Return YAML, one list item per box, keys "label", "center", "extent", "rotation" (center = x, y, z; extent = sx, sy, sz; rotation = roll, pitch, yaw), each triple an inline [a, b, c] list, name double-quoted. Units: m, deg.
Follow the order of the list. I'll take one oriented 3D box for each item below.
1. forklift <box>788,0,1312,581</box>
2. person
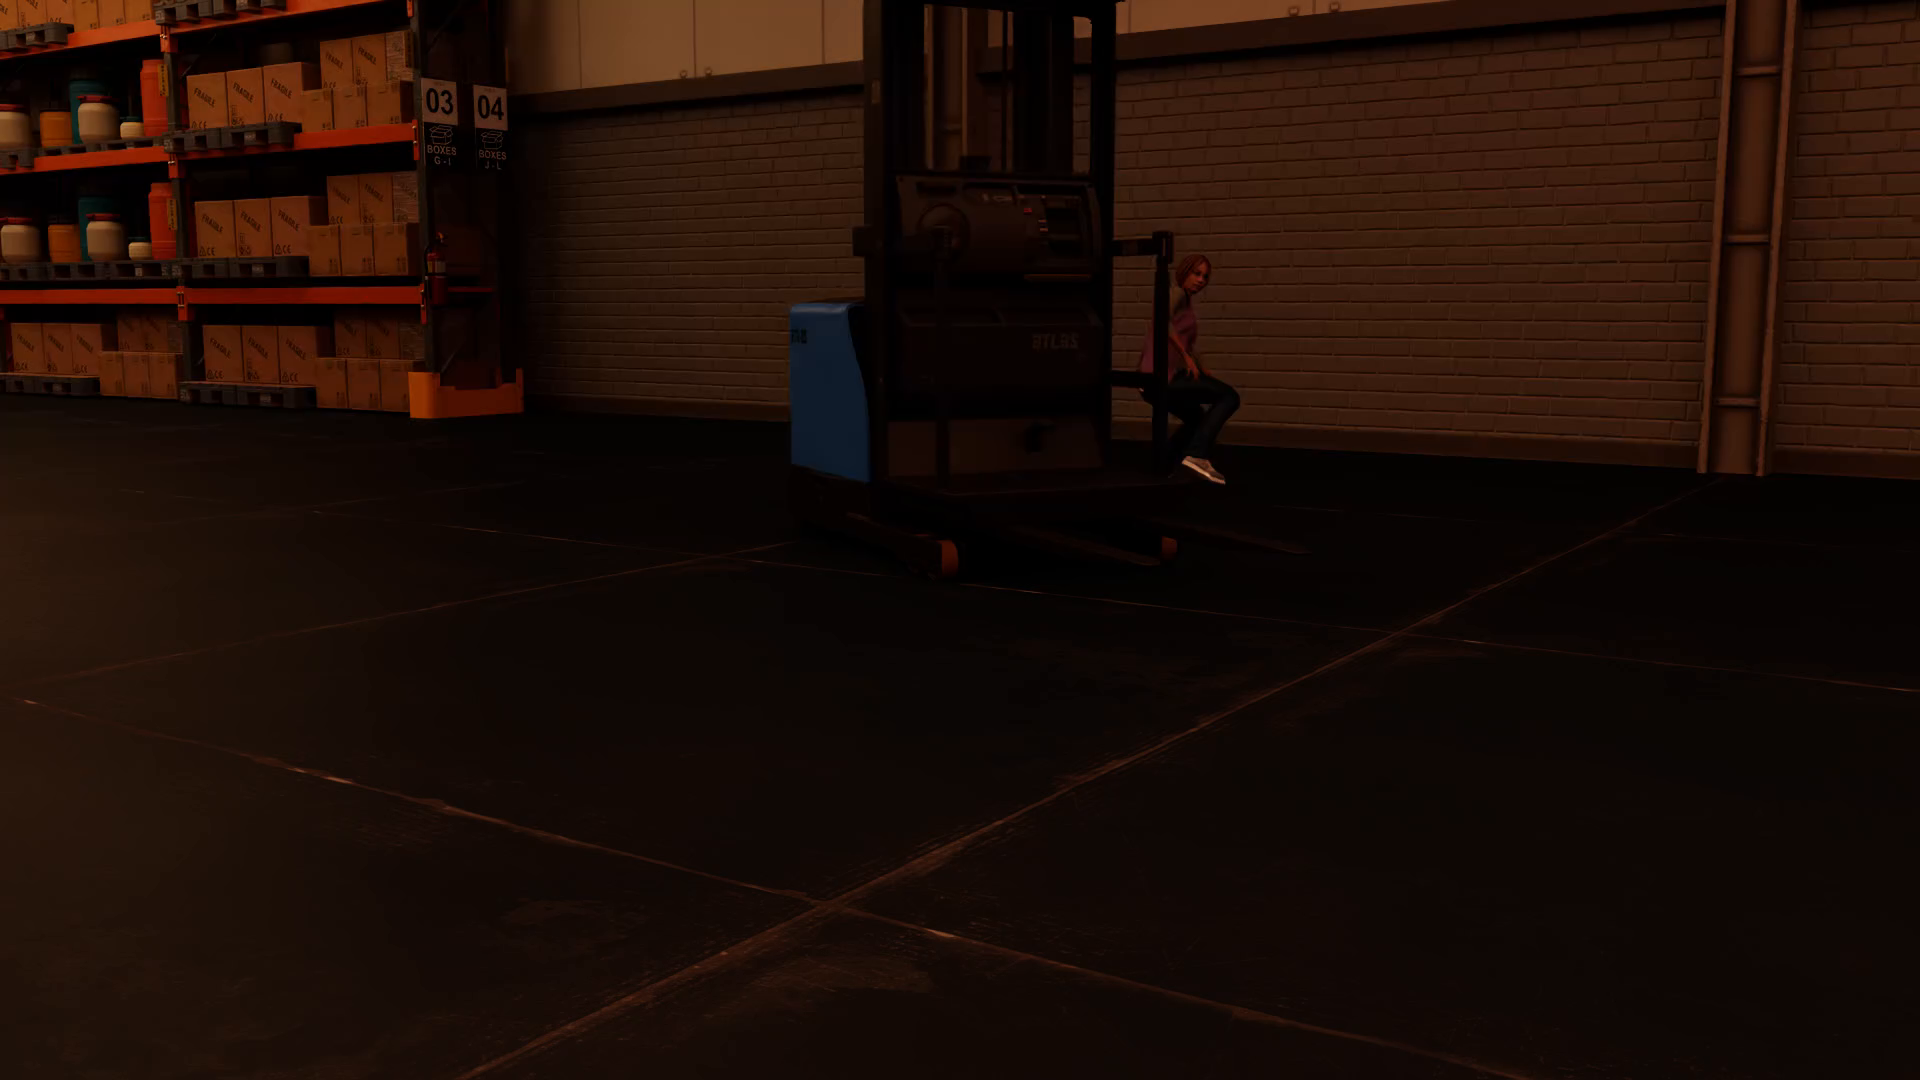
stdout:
- label: "forklift"
  center: [0.262, -1.360, 6.755]
  extent: [1.130, 2.935, 3.031]
  rotation: [-4, 9, -25]
- label: "person"
  center: [1.283, -0.918, 9.413]
  extent: [0.603, 1.384, 0.722]
  rotation: [0, 8, -1]
